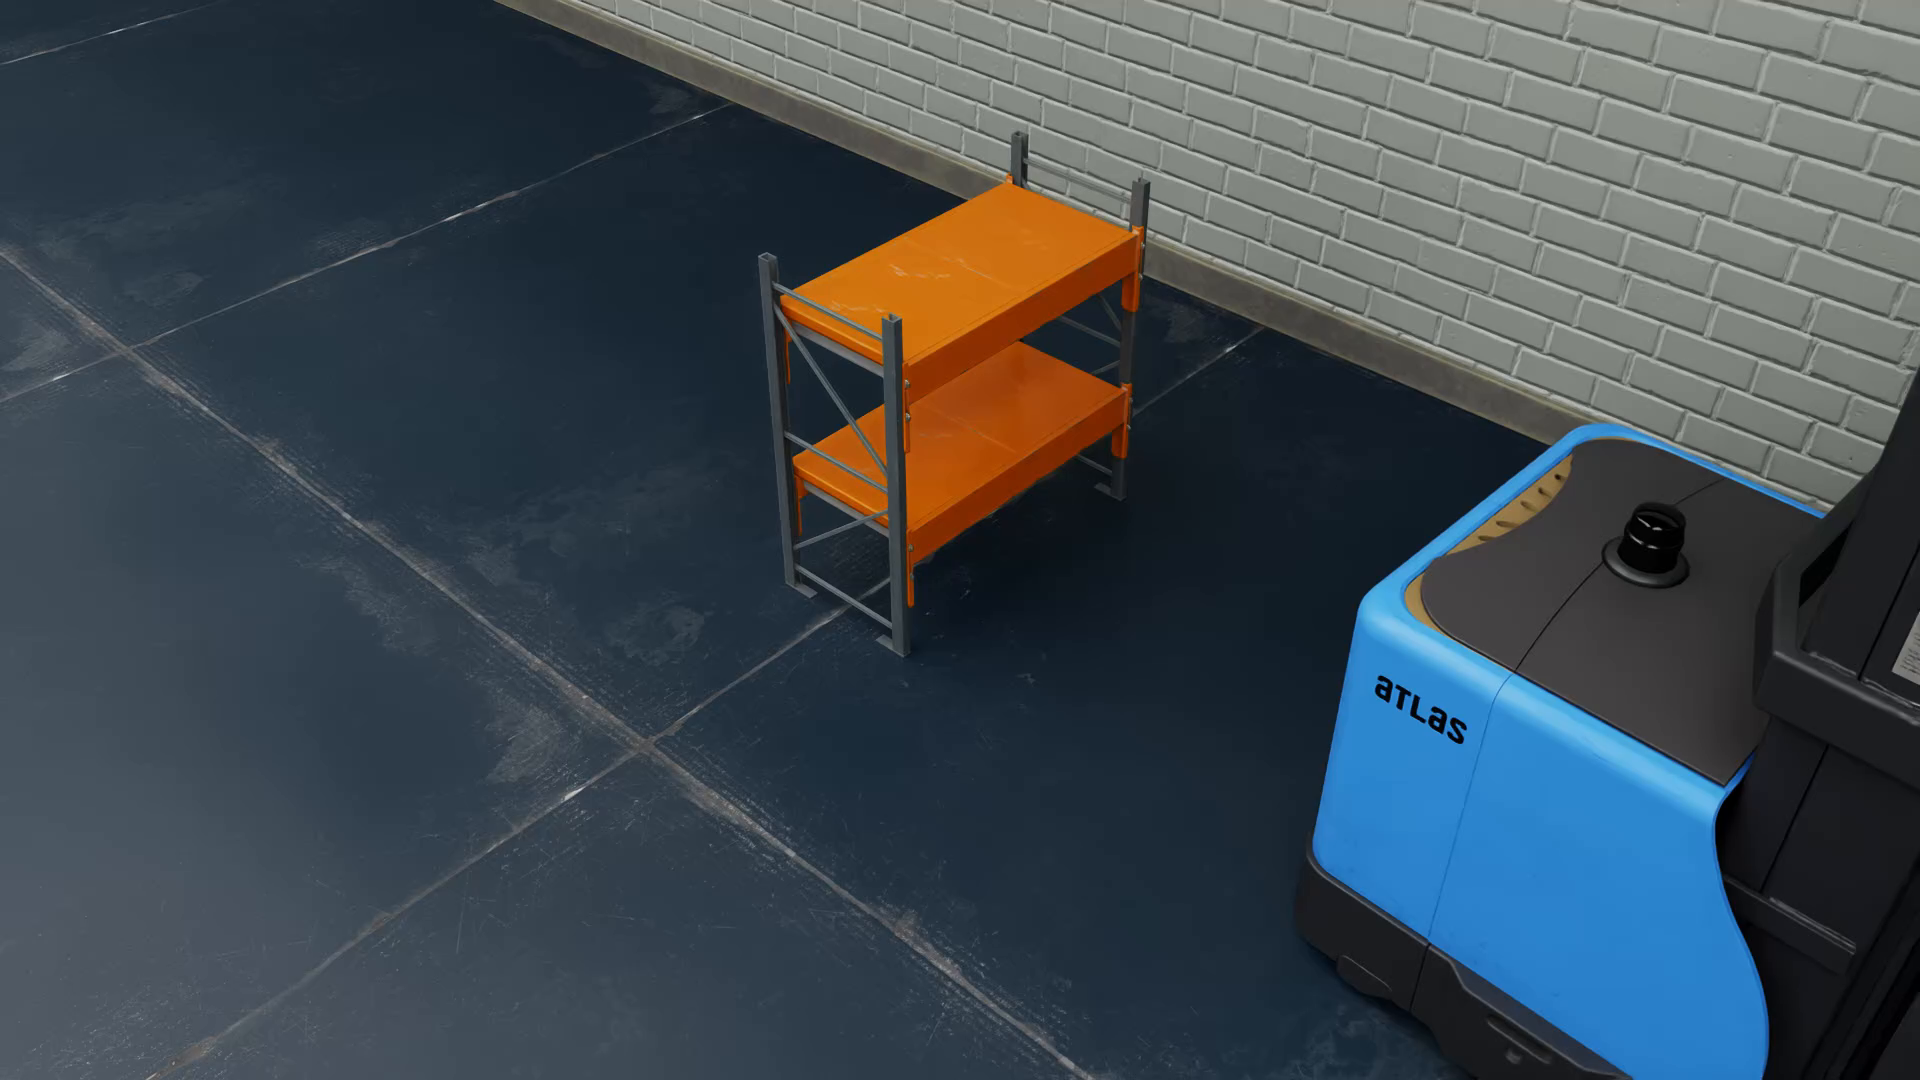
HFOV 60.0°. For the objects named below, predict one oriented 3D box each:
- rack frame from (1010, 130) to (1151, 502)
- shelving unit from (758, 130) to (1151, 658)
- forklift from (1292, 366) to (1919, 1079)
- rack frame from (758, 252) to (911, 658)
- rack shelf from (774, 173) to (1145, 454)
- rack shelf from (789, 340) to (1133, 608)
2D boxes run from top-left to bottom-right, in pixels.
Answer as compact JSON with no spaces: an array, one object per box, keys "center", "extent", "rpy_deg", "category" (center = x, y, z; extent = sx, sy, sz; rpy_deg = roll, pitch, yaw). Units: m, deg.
[{"center":[0.348,-0.677,5.198],"extent":[0.500,1.125,0.032],"rpy_deg":[30,47,32],"category":"rack frame"},{"center":[0.005,-0.443,4.904],"extent":[0.538,1.125,1.048],"rpy_deg":[30,47,32],"category":"shelving unit"},{"center":[2.193,0.258,2.571],"extent":[1.130,2.935,3.031],"rpy_deg":[-32,48,-33],"category":"forklift"},{"center":[-0.338,-0.210,4.610],"extent":[0.500,1.125,0.032],"rpy_deg":[30,47,32],"category":"rack frame"},{"center":[0.005,-0.672,4.722],"extent":[0.538,0.278,1.000],"rpy_deg":[30,47,32],"category":"rack shelf"},{"center":[0.005,-0.252,5.056],"extent":[0.538,0.278,1.000],"rpy_deg":[30,47,32],"category":"rack shelf"}]
